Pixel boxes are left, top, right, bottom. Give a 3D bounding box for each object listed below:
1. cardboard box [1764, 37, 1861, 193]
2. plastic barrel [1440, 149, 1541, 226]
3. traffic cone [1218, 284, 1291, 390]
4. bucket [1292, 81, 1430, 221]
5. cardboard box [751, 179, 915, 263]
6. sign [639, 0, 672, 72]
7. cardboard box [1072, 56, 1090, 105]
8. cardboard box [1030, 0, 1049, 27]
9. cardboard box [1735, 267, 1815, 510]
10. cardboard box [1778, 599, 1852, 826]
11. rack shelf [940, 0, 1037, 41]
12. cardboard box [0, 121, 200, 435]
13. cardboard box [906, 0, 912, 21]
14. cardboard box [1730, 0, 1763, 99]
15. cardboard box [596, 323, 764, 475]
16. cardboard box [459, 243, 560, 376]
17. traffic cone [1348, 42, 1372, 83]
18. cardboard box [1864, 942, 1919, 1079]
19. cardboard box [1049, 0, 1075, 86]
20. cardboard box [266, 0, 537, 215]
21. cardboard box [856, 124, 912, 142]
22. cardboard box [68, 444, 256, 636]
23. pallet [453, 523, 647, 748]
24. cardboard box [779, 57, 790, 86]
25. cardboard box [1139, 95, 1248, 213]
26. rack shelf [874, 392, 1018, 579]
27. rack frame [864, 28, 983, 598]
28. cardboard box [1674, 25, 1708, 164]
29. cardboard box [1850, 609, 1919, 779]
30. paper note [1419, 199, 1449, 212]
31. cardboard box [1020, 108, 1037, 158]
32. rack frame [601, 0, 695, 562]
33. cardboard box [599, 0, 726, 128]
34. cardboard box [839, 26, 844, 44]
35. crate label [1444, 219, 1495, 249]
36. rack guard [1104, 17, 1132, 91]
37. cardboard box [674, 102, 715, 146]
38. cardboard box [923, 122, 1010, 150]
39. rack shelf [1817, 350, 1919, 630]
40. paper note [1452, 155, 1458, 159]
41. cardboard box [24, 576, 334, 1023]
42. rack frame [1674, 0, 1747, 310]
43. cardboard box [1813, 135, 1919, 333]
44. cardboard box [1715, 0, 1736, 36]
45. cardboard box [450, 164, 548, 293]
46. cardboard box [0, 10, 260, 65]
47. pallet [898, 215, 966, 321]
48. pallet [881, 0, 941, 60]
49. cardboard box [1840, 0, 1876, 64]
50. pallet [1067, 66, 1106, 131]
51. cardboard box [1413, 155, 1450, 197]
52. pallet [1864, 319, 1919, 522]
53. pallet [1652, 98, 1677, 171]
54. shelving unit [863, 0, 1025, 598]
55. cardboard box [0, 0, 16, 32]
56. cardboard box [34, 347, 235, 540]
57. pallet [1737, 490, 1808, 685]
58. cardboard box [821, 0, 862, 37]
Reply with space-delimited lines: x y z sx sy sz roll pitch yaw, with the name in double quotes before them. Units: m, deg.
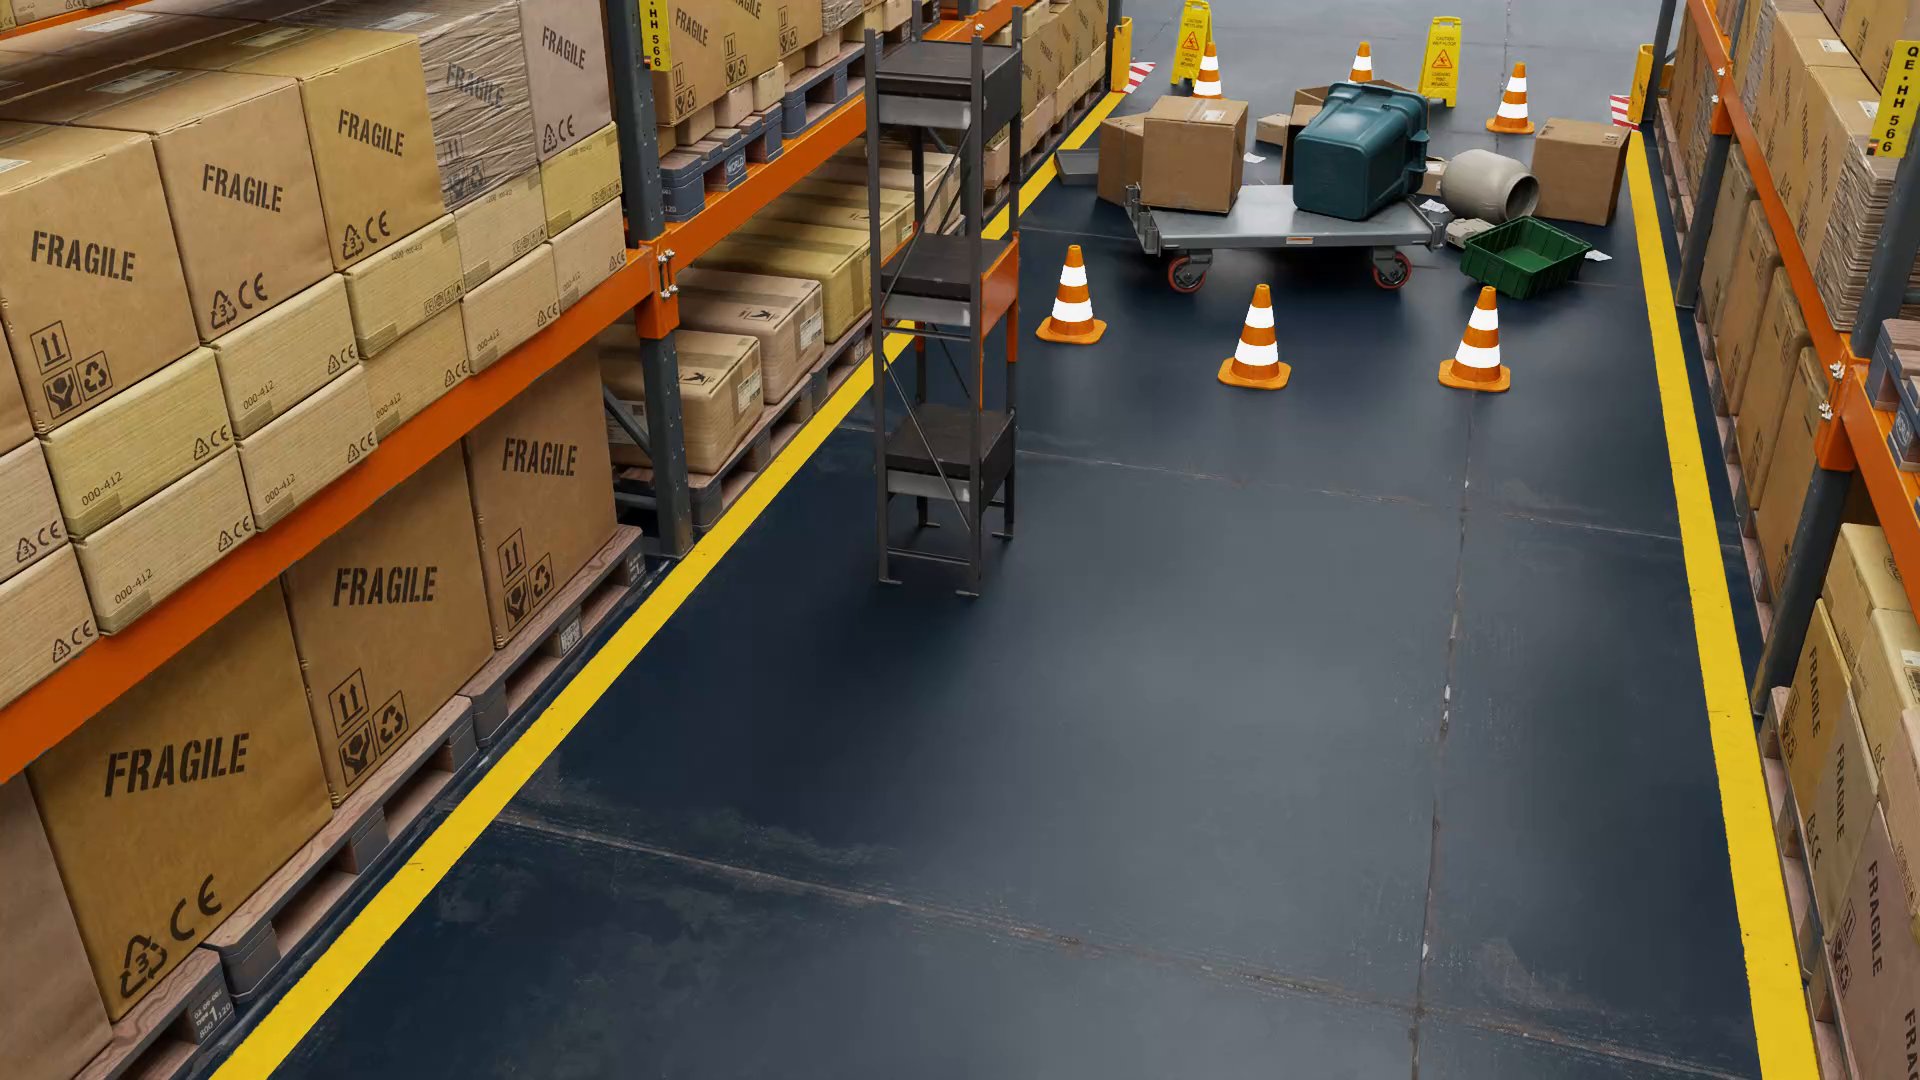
"cardboard box" 3.514 -1.658 6.541 0.500 0.500 0.500 9 30 16
"plastic barrel" 3.238 -2.143 10.167 0.421 0.421 0.512 -17 34 -28
"traffic cone" 1.455 -1.020 8.107 0.336 0.463 0.334 8 30 15
"bucket" 2.207 -2.149 9.330 0.726 0.611 0.620 20 45 32
"cardboard box" -0.750 -1.638 8.881 0.950 0.372 0.625 10 31 18
"sign" -1.033 -1.751 5.622 0.100 0.325 0.005 8 30 15
"cardboard box" 0.644 -3.369 12.117 0.500 0.250 0.500 9 30 15
"cardboard box" 0.360 -3.425 10.779 0.380 0.149 0.250 10 31 18
"cardboard box" 3.715 -0.541 6.519 1.050 0.750 0.750 9 30 16
"cardboard box" 2.746 0.537 4.838 0.500 0.500 0.500 7 30 13
"rack shelf" 0.197 -3.797 11.230 1.077 0.370 4.000 8 30 15
"cardboard box" -2.062 -0.581 3.578 0.500 0.500 0.500 8 30 14
"cardboard box" -0.413 -2.732 8.402 0.380 0.149 0.250 8 30 14
"cardboard box" 3.960 -2.360 7.804 0.500 0.500 0.500 9 30 15
"cardboard box" -1.389 -0.619 7.049 0.950 0.372 0.625 6 30 11
"cardboard box" -1.600 -0.746 5.159 0.500 0.250 0.500 9 30 16
"traffic cone" 3.052 -3.548 12.652 0.336 0.463 0.334 8 30 15
"cardboard box" 2.305 1.248 3.560 0.500 0.500 0.500 8 30 14
"cardboard box" 0.493 -3.464 11.517 0.500 0.500 0.500 8 30 14
"cardboard box" -1.609 -1.286 4.846 0.500 0.500 0.500 9 30 16
"cardboard box" -0.473 -2.805 10.331 0.500 0.500 0.500 8 30 14
"cardboard box" -2.041 -0.042 3.894 0.500 0.250 0.500 8 30 14
"pallet" -1.868 0.251 6.081 1.003 0.211 1.213 8 30 15
"cardboard box" -0.955 -2.017 7.116 0.380 0.149 0.250 10 31 18
"cardboard box" 1.320 -2.180 9.376 0.500 0.500 0.500 8 30 15
"rack shelf" -0.049 -0.217 6.448 0.431 0.518 0.480 8 30 15
"rack frame" -0.120 -0.727 5.897 0.400 2.100 0.015 8 30 15
"cardboard box" 5.153 -2.903 10.636 0.875 0.875 0.875 8 30 14
"cardboard box" 2.615 0.439 4.243 0.500 0.250 0.500 8 30 14
"paper note" 3.021 -2.114 10.527 0.172 0.023 0.155 20 35 32
"cardboard box" 0.187 -2.649 10.823 0.500 0.250 0.500 10 31 18
"rack frame" -1.564 -1.323 6.043 1.000 3.000 0.127 8 30 15
"cardboard box" -1.211 -1.856 6.161 0.500 0.500 0.500 8 30 13
"cardboard box" -0.766 -2.397 7.800 0.380 0.149 0.250 7 30 13
"crate label" 3.036 -1.811 9.865 0.298 0.136 0.250 -12 31 -20
"rack guard" 0.761 -3.913 13.270 1.175 0.500 0.348 8 30 15
"cardboard box" -1.176 -1.648 6.453 0.380 0.149 0.250 7 30 12
"cardboard box" 0.041 -2.727 10.192 0.500 0.500 0.500 10 31 17
"rack shelf" 2.610 0.580 3.362 1.077 0.370 4.000 8 30 15
"paper note" 3.474 -2.616 11.423 0.144 0.017 0.142 20 35 32
"cardboard box" -2.375 0.560 4.411 0.875 0.875 0.875 9 30 16
"rack frame" 4.371 -2.523 8.199 1.000 3.000 0.127 8 30 15
"cardboard box" 3.073 -0.955 5.278 0.500 0.500 0.500 8 30 15
"cardboard box" 4.608 -3.020 8.939 0.875 0.550 0.550 8 30 15
"cardboard box" -1.611 -0.976 5.059 0.500 0.250 0.500 8 30 14
"cardboard box" -2.246 -1.139 4.581 0.500 0.500 0.500 9 30 16
"pallet" -0.617 -1.601 9.411 1.003 0.211 1.213 8 30 15
"pallet" -0.754 -2.764 8.830 1.003 0.211 1.213 8 30 15
"cardboard box" 3.784 -2.063 6.242 0.700 0.500 0.500 8 30 14
"pallet" 0.489 -3.414 12.671 1.003 0.211 1.213 8 30 15
"cardboard box" 3.115 -2.389 10.772 0.396 0.266 0.258 14 32 23
"pallet" 3.090 -0.233 4.281 1.213 0.211 1.003 8 30 15
"pallet" 5.385 -2.780 11.531 1.003 0.211 1.213 8 30 15
"shelving unit" -0.049 -0.841 6.101 0.431 2.100 0.503 8 30 15
"cardboard box" -5.496 -2.850 8.941 0.500 0.250 0.500 9 30 16
"cardboard box" -2.040 -0.258 3.769 0.500 0.250 0.500 9 30 16
"pallet" 3.501 0.199 6.175 1.003 0.211 1.213 8 30 15
"cardboard box" -0.761 -2.579 7.459 0.500 0.500 0.500 7 30 13
